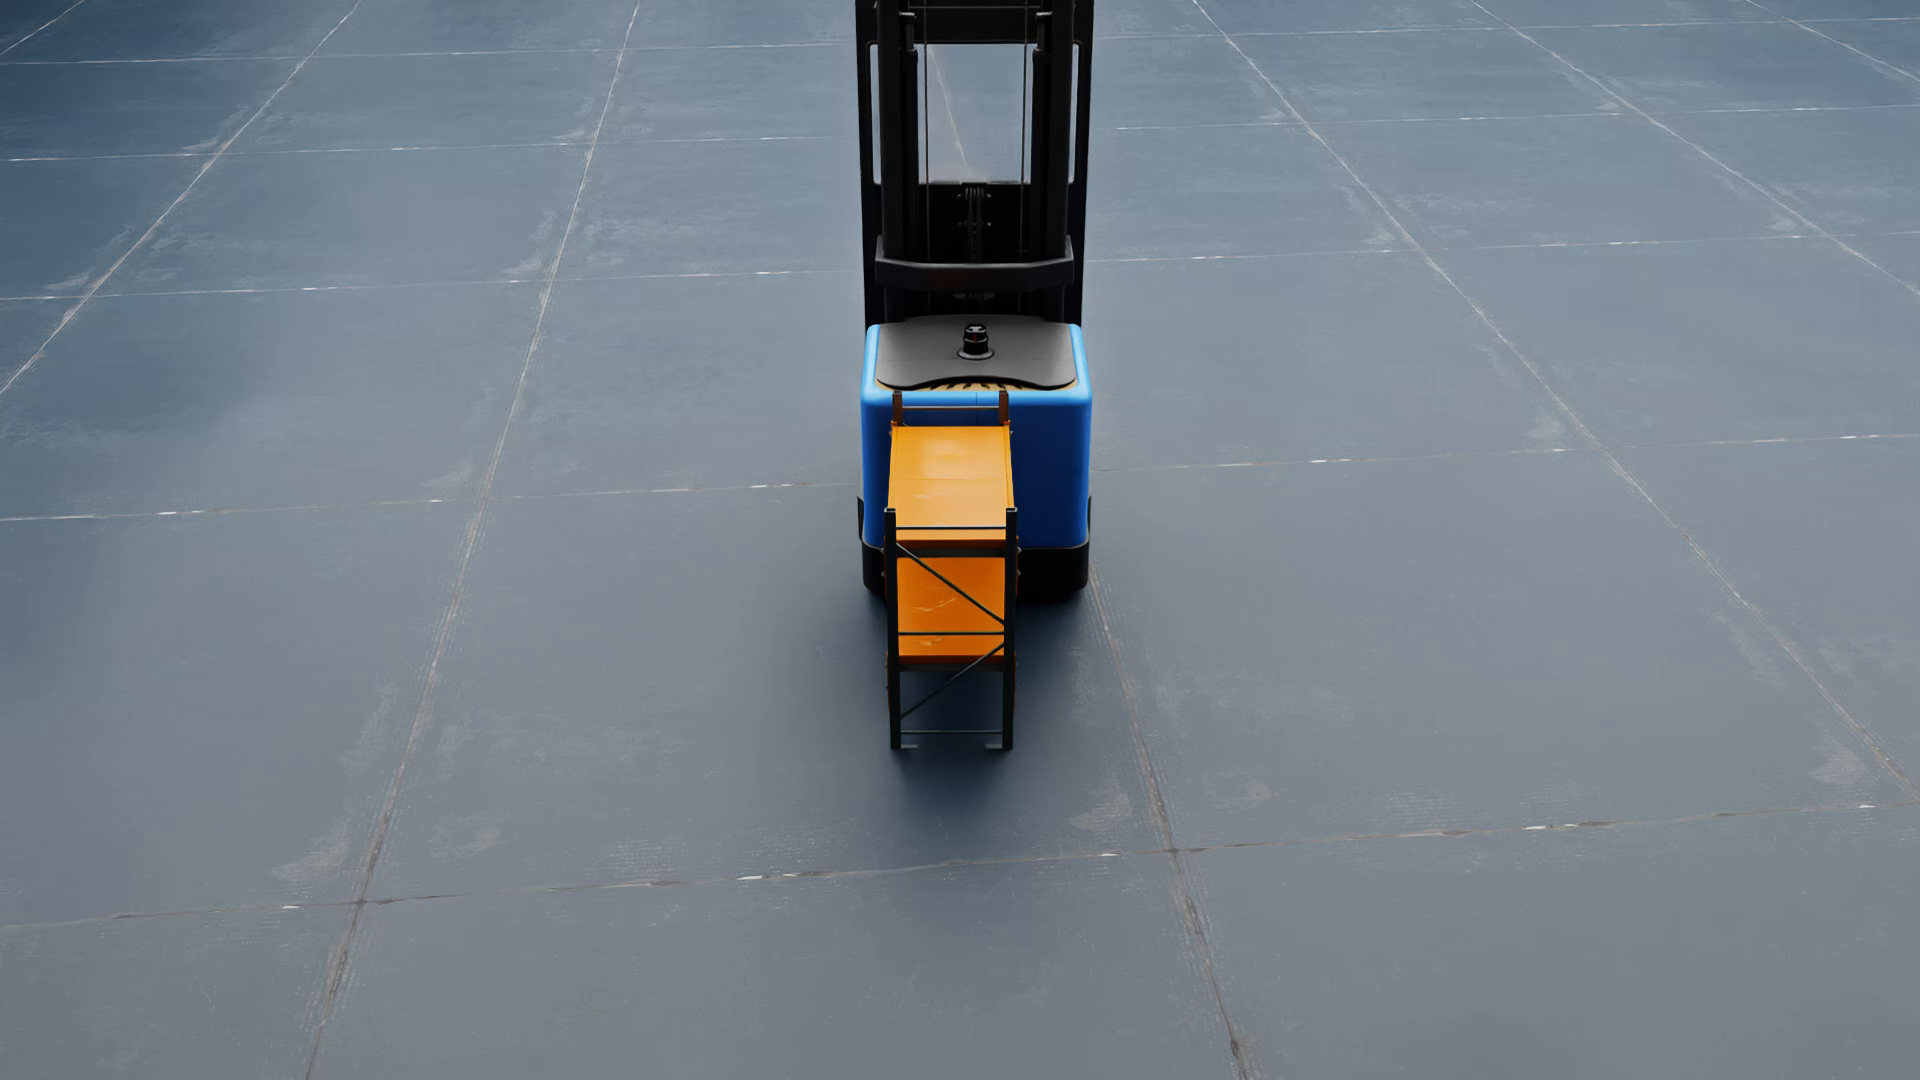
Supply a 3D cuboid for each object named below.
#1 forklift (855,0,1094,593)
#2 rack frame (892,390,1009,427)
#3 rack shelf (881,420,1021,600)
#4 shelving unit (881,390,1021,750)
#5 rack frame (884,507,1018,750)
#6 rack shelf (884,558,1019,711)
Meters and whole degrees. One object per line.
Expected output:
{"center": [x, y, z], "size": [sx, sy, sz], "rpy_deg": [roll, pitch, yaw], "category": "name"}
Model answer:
{"center": [0.064, -1.727, 8.283], "size": [1.130, 2.935, 3.031], "rpy_deg": [0, 31, 0], "category": "forklift"}
{"center": [-0.040, -0.152, 7.408], "size": [0.500, 1.125, 0.032], "rpy_deg": [0, 31, 0], "category": "rack frame"}
{"center": [-0.037, -0.143, 6.821], "size": [0.538, 0.278, 1.000], "rpy_deg": [0, 31, 0], "category": "rack shelf"}
{"center": [-0.037, 0.109, 6.971], "size": [0.538, 1.125, 1.048], "rpy_deg": [0, 31, 0], "category": "shelving unit"}
{"center": [-0.034, 0.369, 6.535], "size": [0.500, 1.125, 0.032], "rpy_deg": [0, 31, 0], "category": "rack frame"}
{"center": [-0.037, 0.318, 7.097], "size": [0.538, 0.278, 1.000], "rpy_deg": [0, 31, 0], "category": "rack shelf"}
